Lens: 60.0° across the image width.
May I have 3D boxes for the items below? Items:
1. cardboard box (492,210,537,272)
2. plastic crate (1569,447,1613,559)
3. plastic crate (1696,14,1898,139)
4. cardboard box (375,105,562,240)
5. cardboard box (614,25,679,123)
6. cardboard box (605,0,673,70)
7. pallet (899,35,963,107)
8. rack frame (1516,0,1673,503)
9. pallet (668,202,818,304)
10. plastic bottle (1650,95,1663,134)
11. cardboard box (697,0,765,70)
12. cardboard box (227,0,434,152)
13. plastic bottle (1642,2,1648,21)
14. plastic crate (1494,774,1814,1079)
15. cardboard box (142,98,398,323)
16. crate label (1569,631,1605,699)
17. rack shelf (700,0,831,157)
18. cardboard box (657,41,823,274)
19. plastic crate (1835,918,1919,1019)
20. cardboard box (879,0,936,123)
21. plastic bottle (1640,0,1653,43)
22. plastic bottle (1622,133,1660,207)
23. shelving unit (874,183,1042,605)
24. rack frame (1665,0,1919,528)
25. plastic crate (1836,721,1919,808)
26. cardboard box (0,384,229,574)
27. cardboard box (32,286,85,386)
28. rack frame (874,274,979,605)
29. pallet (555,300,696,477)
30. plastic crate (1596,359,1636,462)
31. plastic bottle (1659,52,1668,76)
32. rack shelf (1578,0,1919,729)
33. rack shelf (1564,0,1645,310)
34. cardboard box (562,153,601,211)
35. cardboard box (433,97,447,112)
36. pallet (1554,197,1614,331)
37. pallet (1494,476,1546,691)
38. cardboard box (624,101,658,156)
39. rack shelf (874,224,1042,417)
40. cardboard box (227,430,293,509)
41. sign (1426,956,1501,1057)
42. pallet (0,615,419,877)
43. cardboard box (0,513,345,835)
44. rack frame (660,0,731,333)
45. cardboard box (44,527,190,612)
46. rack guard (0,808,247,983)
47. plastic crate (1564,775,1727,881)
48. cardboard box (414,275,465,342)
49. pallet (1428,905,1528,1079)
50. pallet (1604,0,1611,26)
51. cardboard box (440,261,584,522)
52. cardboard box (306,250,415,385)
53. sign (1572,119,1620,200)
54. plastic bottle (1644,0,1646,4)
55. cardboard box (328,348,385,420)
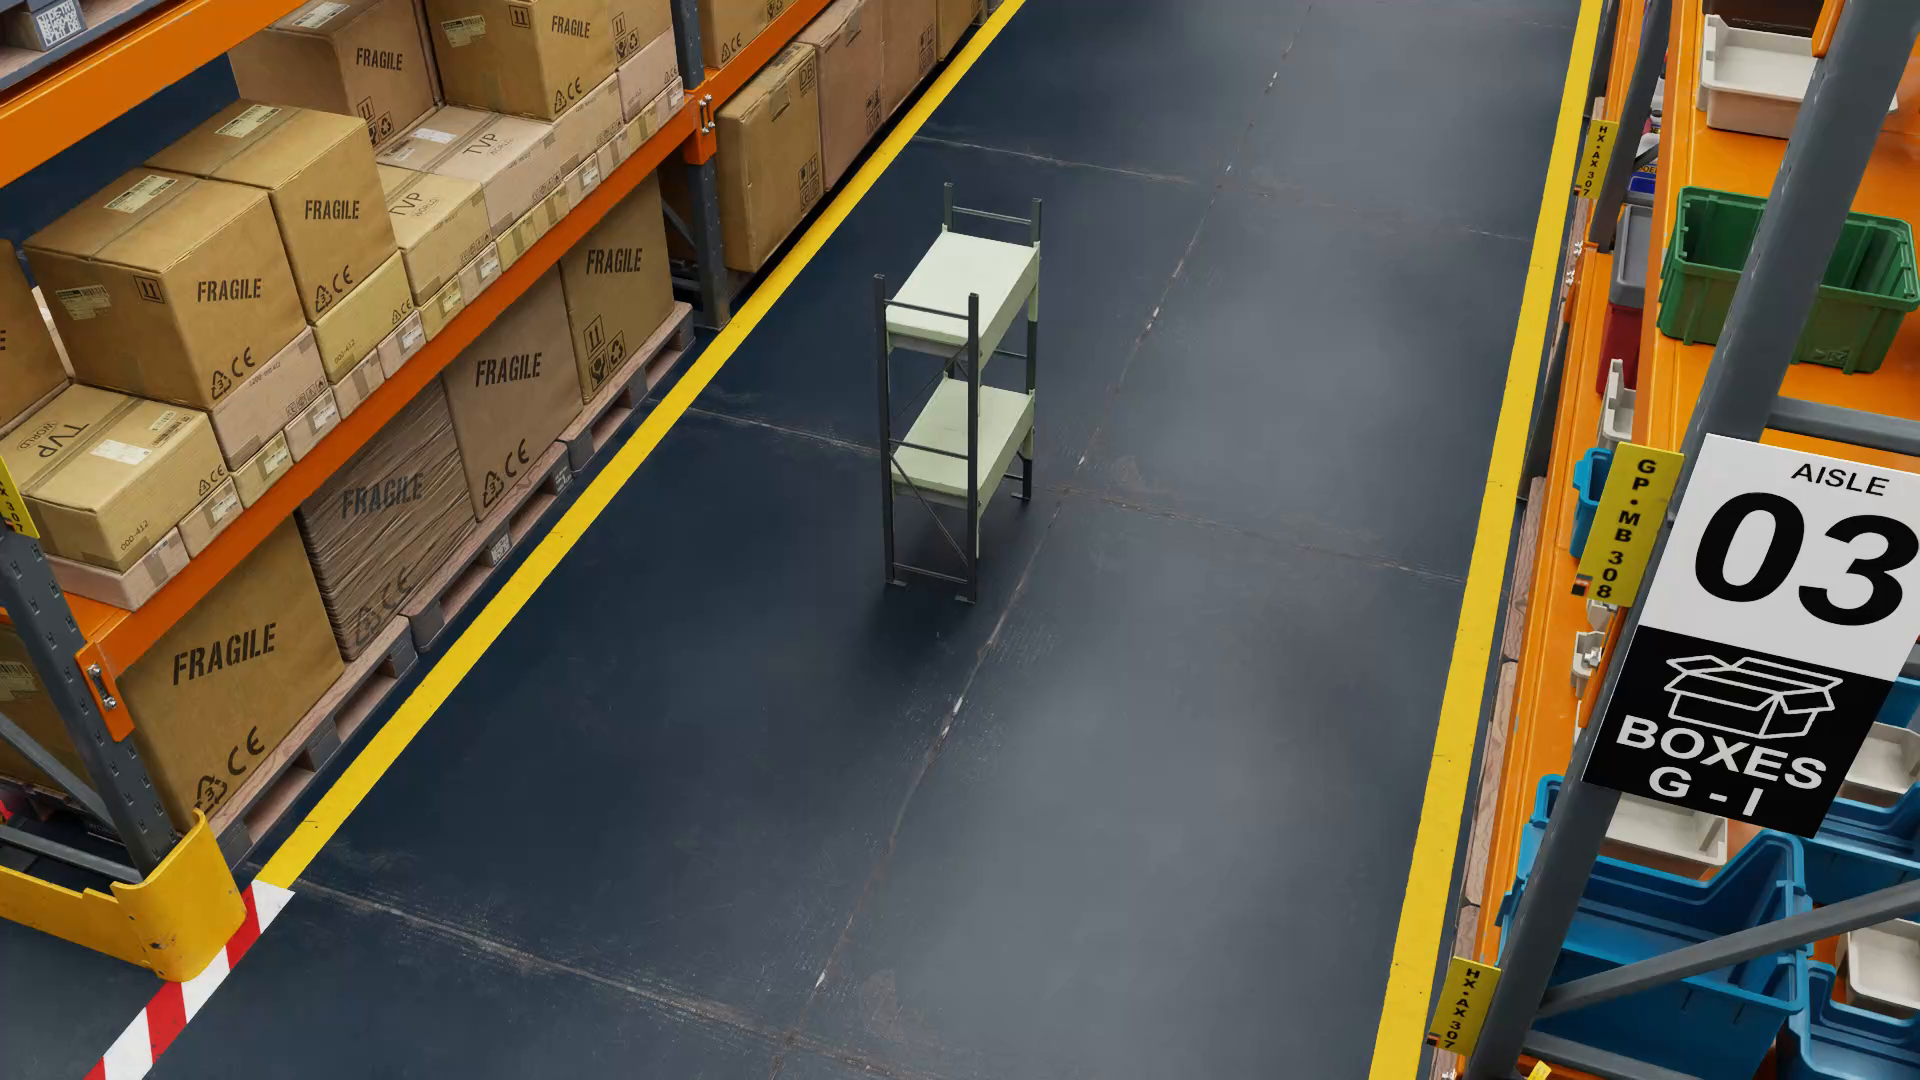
[{"bbox_3d":[-1.906,-1.208,6.548,0.380,0.149,0.250,13,42,14],"label":"cardboard box"},{"bbox_3d":[2.077,-0.076,5.111,0.416,0.233,0.300,13,42,15],"label":"plastic crate"},{"bbox_3d":[2.089,-1.163,4.195,0.437,0.136,0.530,13,42,15],"label":"plastic crate"},{"bbox_3d":[-1.924,-1.447,6.522,0.500,0.250,0.500,14,42,16],"label":"cardboard box"},{"bbox_3d":[-1.575,-2.075,7.257,0.500,0.250,0.500,13,42,14],"label":"cardboard box"},{"bbox_3d":[-1.577,-2.348,6.999,0.500,0.500,0.500,14,43,16],"label":"cardboard box"},{"bbox_3d":[-0.643,-3.261,10.909,1.003,0.211,1.213,13,42,15],"label":"pallet"},{"bbox_3d":[2.984,-1.247,6.400,1.000,3.000,0.127,13,42,15],"label":"rack frame"},{"bbox_3d":[-1.478,-1.773,9.165,1.003,0.211,1.213,13,42,15],"label":"pallet"},{"bbox_3d":[2.940,-1.735,7.068,0.152,0.276,0.135,13,42,15],"label":"plastic bottle"},{"bbox_3d":[-1.278,-2.609,7.920,0.500,0.500,0.500,13,42,15],"label":"cardboard box"},{"bbox_3d":[-2.424,-1.835,6.398,0.500,0.500,0.500,12,42,14],"label":"cardboard box"},{"bbox_3d":[3.440,-2.676,8.175,0.097,0.271,0.097,0,40,0],"label":"plastic bottle"},{"bbox_3d":[1.555,0.911,3.798,0.616,0.435,0.499,13,42,15],"label":"plastic crate"},{"bbox_3d":[-2.278,-1.103,5.540,0.500,0.500,0.500,12,42,14],"label":"cardboard box"},{"bbox_3d":[1.910,0.384,4.646,0.396,0.136,0.243,13,42,15],"label":"crate label"},{"bbox_3d":[-0.987,-3.292,9.352,1.077,0.370,4.000,13,42,15],"label":"rack shelf"},{"bbox_3d":[-1.471,-2.092,8.705,1.225,0.875,0.875,13,42,15],"label":"cardboard box"},{"bbox_3d":[2.197,1.015,3.906,0.250,0.136,0.298,13,42,15],"label":"plastic crate"},{"bbox_3d":[-0.870,-3.179,9.979,1.225,0.875,0.875,13,42,15],"label":"cardboard box"},{"bbox_3d":[3.367,-2.533,7.946,0.144,0.351,0.185,13,42,15],"label":"plastic bottle"},{"bbox_3d":[2.815,-1.512,6.806,0.152,0.276,0.135,13,42,15],"label":"plastic bottle"},{"bbox_3d":[0.002,-0.575,6.768,0.431,1.500,0.755,13,42,15],"label":"shelving unit"},{"bbox_3d":[1.616,-1.089,1.594,1.000,3.000,0.127,13,42,15],"label":"rack frame"},{"bbox_3d":[2.429,0.602,4.391,0.250,0.136,0.298,13,42,15],"label":"plastic crate"},{"bbox_3d":[-2.621,-0.195,5.054,0.500,0.250,0.500,12,42,14],"label":"cardboard box"},{"bbox_3d":[-2.948,-0.626,5.559,0.500,0.250,0.500,13,42,14],"label":"cardboard box"},{"bbox_3d":[-0.123,-0.351,6.506,0.400,1.500,0.023,13,42,15],"label":"rack frame"},{"bbox_3d":[-2.004,-0.839,8.071,1.003,0.211,1.213,13,42,15],"label":"pallet"},{"bbox_3d":[2.288,-0.334,5.376,0.437,0.282,0.530,13,42,15],"label":"plastic crate"},{"bbox_3d":[3.054,-1.974,7.291,0.144,0.351,0.185,13,42,15],"label":"plastic bottle"},{"bbox_3d":[2.300,-0.894,4.231,1.077,0.370,4.000,13,42,15],"label":"rack shelf"},{"bbox_3d":[3.668,-2.193,8.064,1.077,0.370,4.000,13,42,15],"label":"rack shelf"},{"bbox_3d":[-1.731,-1.521,6.916,0.380,0.149,0.250,14,42,16],"label":"cardboard box"},{"bbox_3d":[-2.252,-1.872,7.019,0.500,0.250,0.500,13,42,15],"label":"cardboard box"},{"bbox_3d":[3.702,-1.394,8.721,1.003,0.211,1.213,13,42,15],"label":"pallet"},{"bbox_3d":[2.769,0.271,6.770,1.003,0.211,1.213,13,42,15],"label":"pallet"},{"bbox_3d":[-1.555,-1.835,7.283,0.380,0.149,0.250,14,42,16],"label":"cardboard box"},{"bbox_3d":[0.002,-0.872,6.515,0.431,0.370,0.720,13,42,15],"label":"rack shelf"},{"bbox_3d":[-2.433,-0.267,5.446,0.380,0.149,0.250,12,42,14],"label":"cardboard box"},{"bbox_3d":[1.093,1.019,3.619,0.100,0.325,0.005,13,42,15],"label":"sign"},{"bbox_3d":[-2.839,0.649,6.326,1.003,0.211,1.213,13,42,15],"label":"pallet"},{"bbox_3d":[-2.895,0.334,5.861,0.875,0.875,0.875,13,42,15],"label":"cardboard box"},{"bbox_3d":[-1.671,-2.346,7.689,1.000,3.000,0.127,13,42,15],"label":"rack frame"},{"bbox_3d":[-2.607,0.046,5.079,0.380,0.149,0.250,14,42,16],"label":"cardboard box"},{"bbox_3d":[-3.047,1.059,5.623,1.175,0.500,0.348,13,42,15],"label":"rack guard"},{"bbox_3d":[1.725,0.733,4.237,0.396,0.136,0.243,13,42,15],"label":"plastic crate"},{"bbox_3d":[-2.082,-0.893,6.179,0.380,0.149,0.250,12,42,14],"label":"cardboard box"},{"bbox_3d":[1.934,1.759,5.025,1.003,0.211,1.213,13,42,15],"label":"pallet"},{"bbox_3d":[5.072,-3.831,11.578,1.003,0.211,1.213,13,42,15],"label":"pallet"},{"bbox_3d":[-2.279,-0.764,7.148,0.875,0.875,0.875,13,42,15],"label":"cardboard box"},{"bbox_3d":[-2.274,-0.820,5.786,0.500,0.250,0.500,12,42,14],"label":"cardboard box"},{"bbox_3d":[2.467,-1.475,6.455,0.100,0.325,0.005,13,42,15],"label":"sign"},{"bbox_3d":[3.518,-2.817,8.340,0.097,0.271,0.097,0,40,0],"label":"plastic bottle"},{"bbox_3d":[-2.257,-0.581,5.814,0.380,0.149,0.250,13,42,14],"label":"cardboard box"}]
